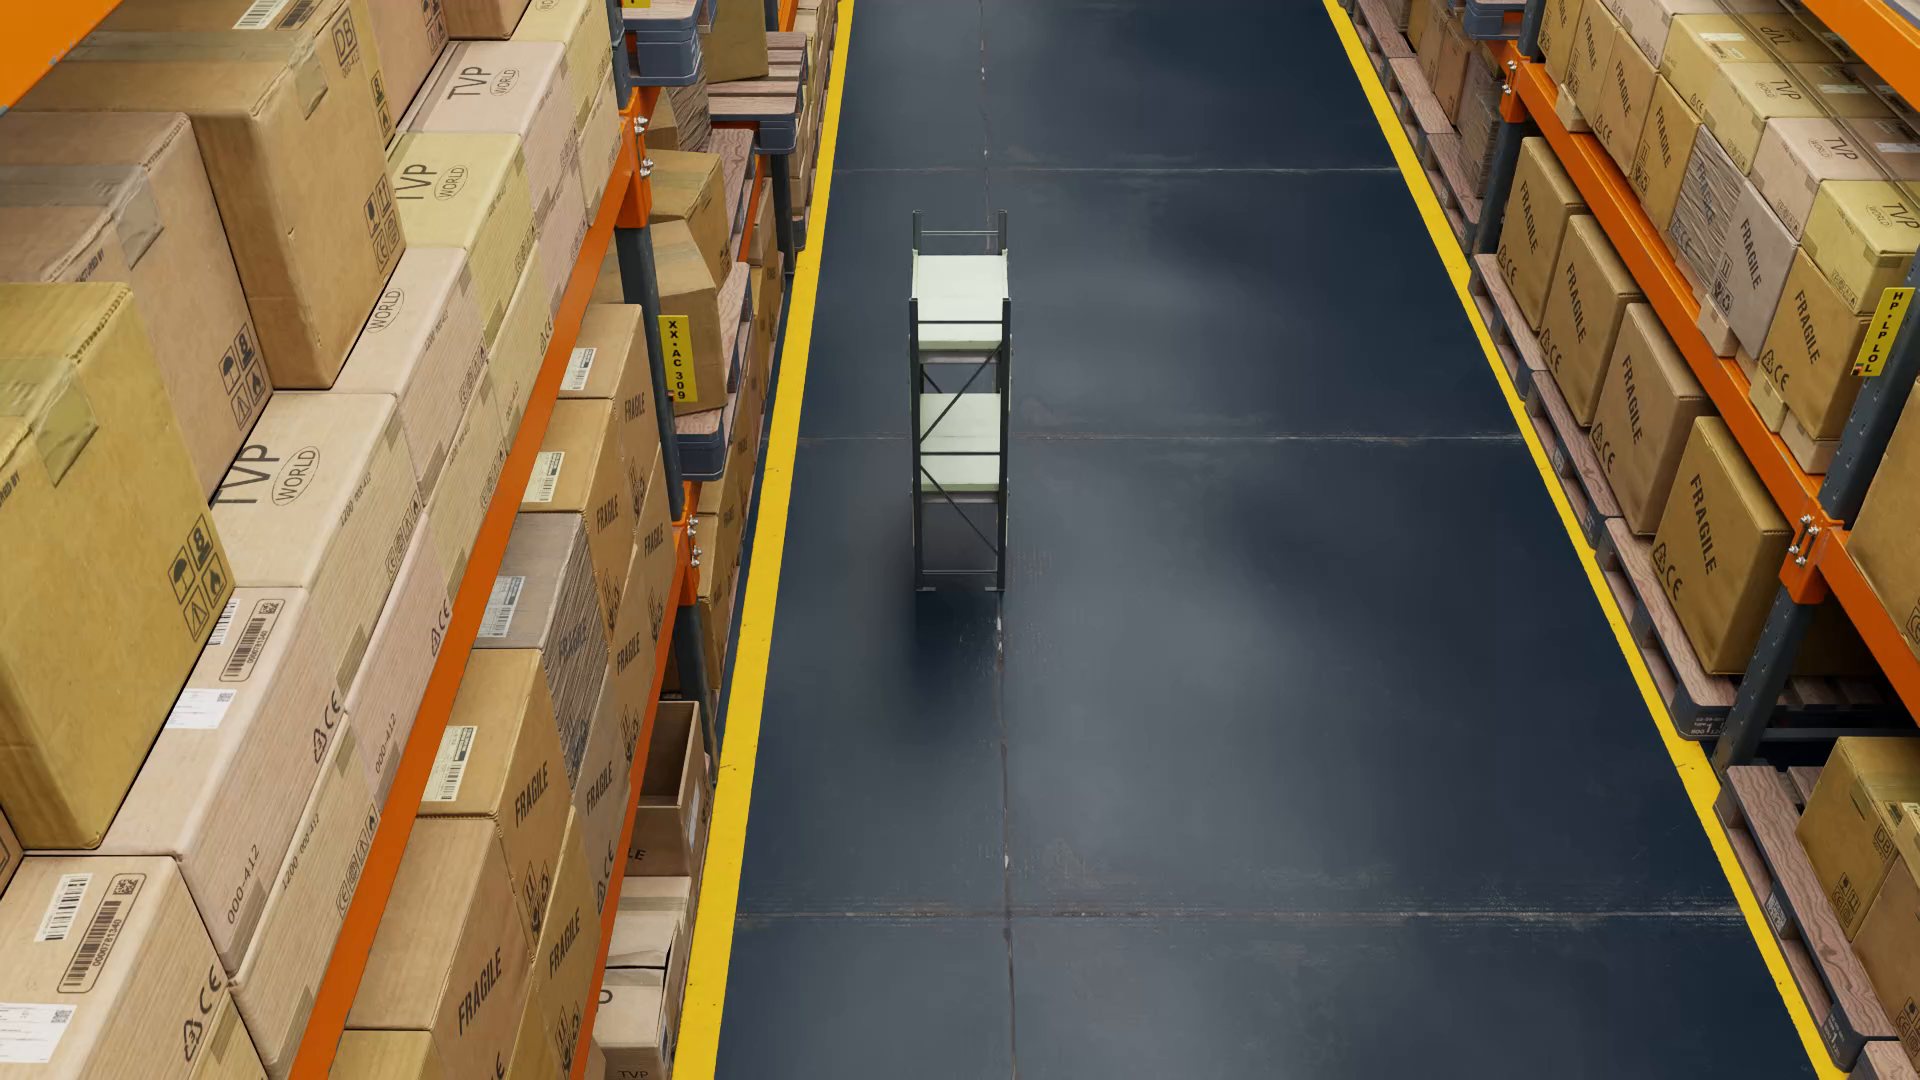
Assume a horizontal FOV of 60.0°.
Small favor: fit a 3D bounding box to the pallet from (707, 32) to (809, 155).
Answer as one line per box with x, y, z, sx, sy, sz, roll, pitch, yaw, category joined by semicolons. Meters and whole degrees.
-1.393;-2.245;8.306;1.213;0.211;1.003;0;39;0;pallet

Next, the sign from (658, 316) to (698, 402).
-0.916;-0.585;5.389;0.100;0.325;0.005;0;39;0;sign

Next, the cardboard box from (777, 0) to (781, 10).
-1.271;-3.268;9.501;0.500;0.311;0.500;0;39;-1;cardboard box

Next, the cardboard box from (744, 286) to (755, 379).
-1.218;-0.973;7.613;0.500;0.250;0.500;-1;39;-1;cardboard box

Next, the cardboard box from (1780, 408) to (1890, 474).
3.211;-0.369;5.997;0.380;0.149;0.250;0;39;0;cardboard box

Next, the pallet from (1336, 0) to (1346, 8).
3.449;-4.583;13.300;1.003;0.211;1.213;0;39;0;pallet

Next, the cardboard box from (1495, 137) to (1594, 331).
3.360;-1.615;8.749;0.750;0.750;0.750;-1;39;-1;cardboard box

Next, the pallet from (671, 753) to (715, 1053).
-1.459;1.275;5.990;1.003;0.211;1.213;0;39;0;pallet

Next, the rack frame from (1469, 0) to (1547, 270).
3.490;-2.750;8.782;1.000;3.000;0.127;0;39;0;rack frame

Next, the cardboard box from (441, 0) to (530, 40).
-1.420;-1.538;3.992;0.700;0.500;0.500;0;39;0;cardboard box

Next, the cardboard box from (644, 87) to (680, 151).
-1.523;-1.550;6.870;0.700;0.500;0.500;-9;40;-11;cardboard box

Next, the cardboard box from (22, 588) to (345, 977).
-1.188;0.318;2.276;0.500;0.250;0.500;0;39;0;cardboard box

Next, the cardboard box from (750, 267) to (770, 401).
-1.228;-1.032;8.286;0.500;0.500;0.500;-1;39;-2;cardboard box

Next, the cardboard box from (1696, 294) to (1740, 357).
3.173;-0.854;6.602;0.380;0.149;0.250;0;39;0;cardboard box

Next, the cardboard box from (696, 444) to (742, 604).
-1.228;-0.075;7.092;0.500;0.500;0.500;0;39;1;cardboard box

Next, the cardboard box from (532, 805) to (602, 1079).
-1.194;0.993;4.032;0.500;0.500;0.500;0;39;1;cardboard box

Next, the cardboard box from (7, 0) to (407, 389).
-1.402;-0.600;2.822;0.700;0.500;0.500;0;39;0;cardboard box

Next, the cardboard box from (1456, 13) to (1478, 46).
3.493;-3.367;10.600;0.500;0.250;0.500;0;39;0;cardboard box

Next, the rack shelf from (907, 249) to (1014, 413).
0.000;-0.894;7.042;0.431;0.370;0.720;0;39;0;rack shelf

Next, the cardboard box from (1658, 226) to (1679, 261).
3.265;-1.330;7.196;0.380;0.149;0.250;1;39;1;cardboard box

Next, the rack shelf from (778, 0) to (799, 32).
-1.466;-3.714;10.561;1.077;0.370;4.000;0;39;0;rack shelf

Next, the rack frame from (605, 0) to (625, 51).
-1.459;-2.583;3.778;1.000;3.000;0.127;0;39;0;rack frame

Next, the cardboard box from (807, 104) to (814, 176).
-1.172;-2.477;10.305;0.500;0.250;0.500;-1;39;-1;cardboard box

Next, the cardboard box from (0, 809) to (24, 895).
-1.471;0.338;1.651;0.700;0.500;0.500;0;39;0;cardboard box

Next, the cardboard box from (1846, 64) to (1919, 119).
3.742;-1.632;6.455;0.500;0.250;0.500;-1;39;-2;cardboard box

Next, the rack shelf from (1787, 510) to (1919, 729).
3.497;1.283;4.325;1.077;0.370;4.000;0;39;0;rack shelf

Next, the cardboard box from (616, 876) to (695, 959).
-1.114;1.289;5.671;0.380;0.149;0.250;0;39;0;cardboard box

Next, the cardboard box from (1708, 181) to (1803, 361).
3.232;-1.019;6.289;0.500;0.500;0.500;0;39;0;cardboard box

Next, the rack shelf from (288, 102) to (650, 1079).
-1.457;0.119;3.380;1.077;0.370;4.000;0;39;0;rack shelf

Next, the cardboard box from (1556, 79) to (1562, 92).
3.250;-2.296;8.401;0.380;0.149;0.250;0;39;1;cardboard box

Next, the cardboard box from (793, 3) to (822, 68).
-1.179;-3.350;10.946;0.500;0.311;0.500;0;39;-1;cardboard box

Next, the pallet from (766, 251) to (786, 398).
-1.501;-1.189;9.064;1.003;0.211;1.213;0;39;0;pallet

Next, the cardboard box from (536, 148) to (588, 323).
-1.203;-0.738;3.993;0.500;0.250;0.500;0;39;0;cardboard box

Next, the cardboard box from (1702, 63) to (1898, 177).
3.247;-1.634;6.457;0.500;0.250;0.500;1;39;1;cardboard box

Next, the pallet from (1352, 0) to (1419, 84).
3.488;-3.676;12.168;1.003;0.211;1.213;0;39;0;pallet

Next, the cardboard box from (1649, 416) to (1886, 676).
3.364;0.020;6.709;0.750;0.750;0.750;0;39;0;cardboard box

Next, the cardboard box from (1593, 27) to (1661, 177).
3.225;-1.971;7.477;0.500;0.500;0.500;0;39;0;cardboard box

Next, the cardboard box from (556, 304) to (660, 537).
-1.200;-0.355;4.915;0.500;0.500;0.500;0;39;0;cardboard box

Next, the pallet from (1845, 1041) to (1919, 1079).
3.422;2.080;4.985;1.003;0.211;1.213;0;39;0;pallet

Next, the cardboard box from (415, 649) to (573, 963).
-1.197;0.595;3.730;0.500;0.500;0.500;0;39;0;cardboard box

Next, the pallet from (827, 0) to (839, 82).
-1.428;-3.696;12.194;1.003;0.211;1.213;0;39;0;pallet

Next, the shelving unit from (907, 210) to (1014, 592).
0.000;-0.589;7.286;0.431;1.500;0.755;0;39;0;shelving unit

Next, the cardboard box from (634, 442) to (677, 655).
-1.202;0.031;5.233;0.500;0.500;0.500;1;39;1;cardboard box

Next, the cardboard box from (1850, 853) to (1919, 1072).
3.390;1.345;5.336;0.700;0.500;0.500;0;39;-1;cardboard box

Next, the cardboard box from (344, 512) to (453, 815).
-1.191;0.200;2.823;0.500;0.250;0.500;0;39;0;cardboard box

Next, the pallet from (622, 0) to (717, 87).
-1.390;-1.747;5.283;1.213;0.211;1.003;0;39;0;pallet

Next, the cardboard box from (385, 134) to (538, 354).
-1.191;-0.620;3.447;0.500;0.250;0.500;0;39;0;cardboard box

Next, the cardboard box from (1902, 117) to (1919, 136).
3.747;-1.319;6.063;0.500;0.250;0.500;0;39;0;cardboard box

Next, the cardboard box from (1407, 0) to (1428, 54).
3.554;-3.664;11.570;0.700;0.500;0.500;-1;39;-1;cardboard box

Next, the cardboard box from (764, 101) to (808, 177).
-1.171;-2.381;9.737;0.500;0.311;0.500;1;39;1;cardboard box

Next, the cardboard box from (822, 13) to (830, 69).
-1.178;-3.441;11.508;0.500;0.250;0.500;1;39;1;cardboard box

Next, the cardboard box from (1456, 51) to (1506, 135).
3.553;-2.718;10.390;0.700;0.500;0.500;0;39;0;cardboard box
